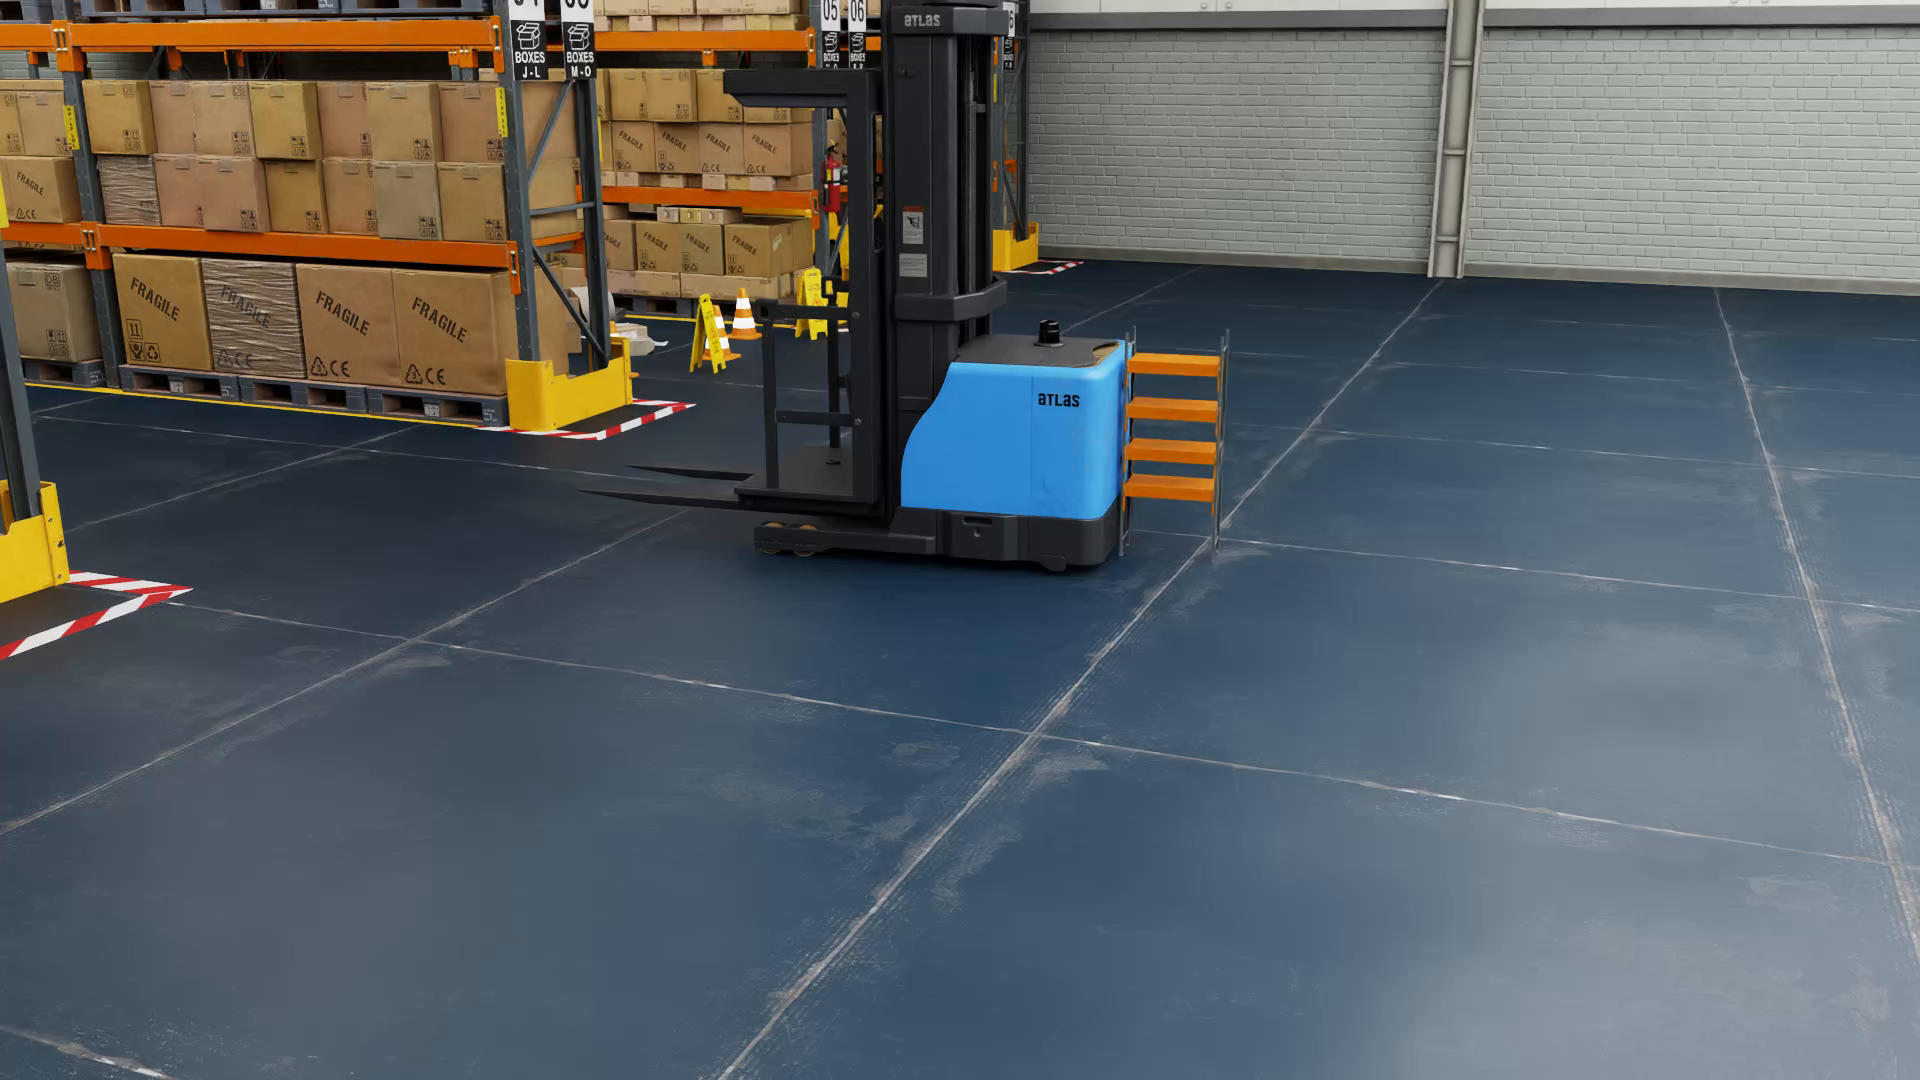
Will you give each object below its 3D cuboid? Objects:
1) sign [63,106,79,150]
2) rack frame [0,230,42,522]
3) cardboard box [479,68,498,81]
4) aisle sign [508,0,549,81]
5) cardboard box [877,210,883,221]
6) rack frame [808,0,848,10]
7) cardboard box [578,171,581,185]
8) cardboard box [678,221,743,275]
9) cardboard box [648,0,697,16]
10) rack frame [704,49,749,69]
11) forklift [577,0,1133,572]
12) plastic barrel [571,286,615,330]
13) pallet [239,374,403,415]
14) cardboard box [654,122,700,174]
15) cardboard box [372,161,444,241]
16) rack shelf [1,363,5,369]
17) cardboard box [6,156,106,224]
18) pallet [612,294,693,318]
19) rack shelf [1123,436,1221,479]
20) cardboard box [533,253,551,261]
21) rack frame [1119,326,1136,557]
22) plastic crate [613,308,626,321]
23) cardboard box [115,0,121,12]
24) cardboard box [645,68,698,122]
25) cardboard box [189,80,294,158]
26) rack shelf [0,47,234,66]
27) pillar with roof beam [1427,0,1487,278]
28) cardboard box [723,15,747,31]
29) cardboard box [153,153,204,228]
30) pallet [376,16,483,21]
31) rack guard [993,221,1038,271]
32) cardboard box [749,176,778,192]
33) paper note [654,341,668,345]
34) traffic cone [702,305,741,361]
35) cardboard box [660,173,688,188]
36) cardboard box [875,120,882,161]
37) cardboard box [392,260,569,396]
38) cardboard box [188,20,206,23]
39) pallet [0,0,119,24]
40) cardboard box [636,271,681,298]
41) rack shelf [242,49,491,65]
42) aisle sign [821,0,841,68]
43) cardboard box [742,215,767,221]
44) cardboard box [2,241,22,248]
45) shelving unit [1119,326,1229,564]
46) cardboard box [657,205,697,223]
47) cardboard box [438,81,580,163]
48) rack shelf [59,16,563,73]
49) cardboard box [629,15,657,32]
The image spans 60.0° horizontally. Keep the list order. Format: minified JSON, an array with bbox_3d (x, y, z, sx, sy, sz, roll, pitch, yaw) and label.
[{"bbox_3d":[-6.812,-3.161,12.748,0.005,0.325,0.100,6,17,21],"label":"sign"},{"bbox_3d":[-4.815,-1.100,7.582,0.127,3.000,1.000,6,17,21],"label":"rack frame"},{"bbox_3d":[-4.570,-4.649,17.301,0.500,0.500,0.700,6,17,20],"label":"cardboard box"},{"bbox_3d":[-2.945,-3.539,11.322,0.004,0.787,0.394,6,17,21],"label":"aisle sign"},{"bbox_3d":[-0.879,-4.149,21.367,0.500,0.250,0.500,6,17,19],"label":"cardboard box"},{"bbox_3d":[-1.179,-6.551,15.598,0.127,3.000,1.000,6,17,21],"label":"rack frame"},{"bbox_3d":[-3.735,-3.758,17.189,0.250,0.149,0.380,6,17,20],"label":"cardboard box"},{"bbox_3d":[-2.506,-2.978,16.885,0.500,0.500,0.500,7,18,23],"label":"cardboard box"},{"bbox_3d":[-2.705,-5.267,16.293,0.500,0.250,0.500,7,18,22],"label":"cardboard box"},{"bbox_3d":[-3.082,-5.367,22.280,0.127,3.000,1.000,6,17,21],"label":"rack frame"},{"bbox_3d":[-0.608,-1.454,8.926,3.031,2.935,1.130,4,17,15],"label":"forklift"},{"bbox_3d":[-3.656,-2.251,16.169,0.512,0.421,0.421,-9,18,-27],"label":"plastic barrel"},{"bbox_3d":[-4.804,-1.223,13.009,1.213,0.211,1.003,6,17,21],"label":"pallet"},{"bbox_3d":[-2.713,-3.949,16.684,0.500,0.500,0.500,6,17,20],"label":"cardboard box"},{"bbox_3d":[-3.782,-2.525,12.221,0.550,0.550,0.875,6,17,21],"label":"cardboard box"},{"bbox_3d":[-6.675,-0.959,8.387,4.000,0.370,1.077,6,17,21],"label":"rack shelf"},{"bbox_3d":[-7.205,-2.817,13.318,0.500,0.500,0.500,6,17,20],"label":"cardboard box"},{"bbox_3d":[-3.123,-2.556,17.600,1.213,0.211,1.003,6,17,21],"label":"pallet"},{"bbox_3d":[1.123,-0.437,8.770,0.480,0.148,0.258,4,17,15],"label":"rack shelf"},{"bbox_3d":[-4.450,-3.190,17.615,0.500,0.500,0.500,7,18,23],"label":"cardboard box"},{"bbox_3d":[0.887,-0.520,8.813,0.015,1.200,0.240,4,17,15],"label":"rack frame"},{"bbox_3d":[-3.740,-2.304,16.966,0.583,0.080,0.402,0,16,1],"label":"plastic crate"},{"bbox_3d":[-9.611,-6.230,18.942,0.500,0.500,0.700,5,17,18],"label":"cardboard box"},{"bbox_3d":[-2.714,-4.416,16.498,0.500,0.500,0.700,6,17,20],"label":"cardboard box"},{"bbox_3d":[-5.285,-3.212,12.651,0.550,0.550,0.875,6,17,21],"label":"cardboard box"},{"bbox_3d":[-10.481,-5.788,19.641,4.000,0.370,1.077,6,17,21],"label":"rack shelf"},{"bbox_3d":[4.324,-6.413,15.125,0.400,9.000,9.100,6,17,21],"label":"pillar with roof beam"},{"bbox_3d":[-2.091,-5.007,16.110,0.250,0.149,0.380,7,18,22],"label":"cardboard box"},{"bbox_3d":[-5.754,-2.772,13.073,0.550,0.550,0.875,6,17,21],"label":"cardboard box"},{"bbox_3d":[-5.435,-5.520,17.765,1.003,0.211,1.213,6,17,21],"label":"pallet"},{"bbox_3d":[0.662,-3.755,21.211,0.348,0.500,1.175,6,17,21],"label":"rack guard"},{"bbox_3d":[-1.881,-3.529,16.401,0.250,0.149,0.380,6,17,20],"label":"cardboard box"},{"bbox_3d":[-2.788,-1.825,15.404,0.142,0.019,0.148,0,16,1],"label":"paper note"},{"bbox_3d":[-2.143,-1.838,14.676,0.334,0.463,0.336,6,17,21],"label":"traffic cone"},{"bbox_3d":[-2.820,-3.645,16.799,0.250,0.149,0.380,6,17,20],"label":"cardboard box"},{"bbox_3d":[-0.871,-5.096,21.167,0.500,0.500,0.500,6,17,20],"label":"cardboard box"},{"bbox_3d":[-3.556,-1.609,12.395,0.875,0.875,0.875,6,17,21],"label":"cardboard box"},{"bbox_3d":[-8.390,-5.732,18.608,0.250,0.149,0.380,6,17,21],"label":"cardboard box"},{"bbox_3d":[-7.493,-4.215,13.274,1.217,0.209,0.805,6,17,18],"label":"pallet"},{"bbox_3d":[-2.997,-2.671,17.173,0.500,0.250,0.500,6,17,19],"label":"cardboard box"},{"bbox_3d":[-8.663,-7.076,24.076,4.000,0.370,1.077,6,17,21],"label":"rack shelf"},{"bbox_3d":[-1.227,-4.837,15.791,0.004,0.787,0.394,6,17,21],"label":"aisle sign"},{"bbox_3d":[-2.338,-3.120,17.375,0.500,0.500,0.500,6,17,19],"label":"cardboard box"},{"bbox_3d":[-11.736,-4.036,20.754,0.875,0.875,0.875,7,18,22],"label":"cardboard box"},{"bbox_3d":[1.123,-0.502,8.751,0.503,1.200,0.258,4,17,15],"label":"shelving unit"},{"bbox_3d":[-2.863,-3.311,16.869,0.250,0.149,0.380,7,18,23],"label":"cardboard box"},{"bbox_3d":[-3.232,-3.014,11.971,0.550,0.550,0.875,6,17,21],"label":"cardboard box"},{"bbox_3d":[-4.761,-3.675,12.364,4.000,0.370,1.077,6,17,21],"label":"rack shelf"},{"bbox_3d":[-3.058,-5.099,16.429,0.250,0.149,0.380,6,17,20],"label":"cardboard box"}]
